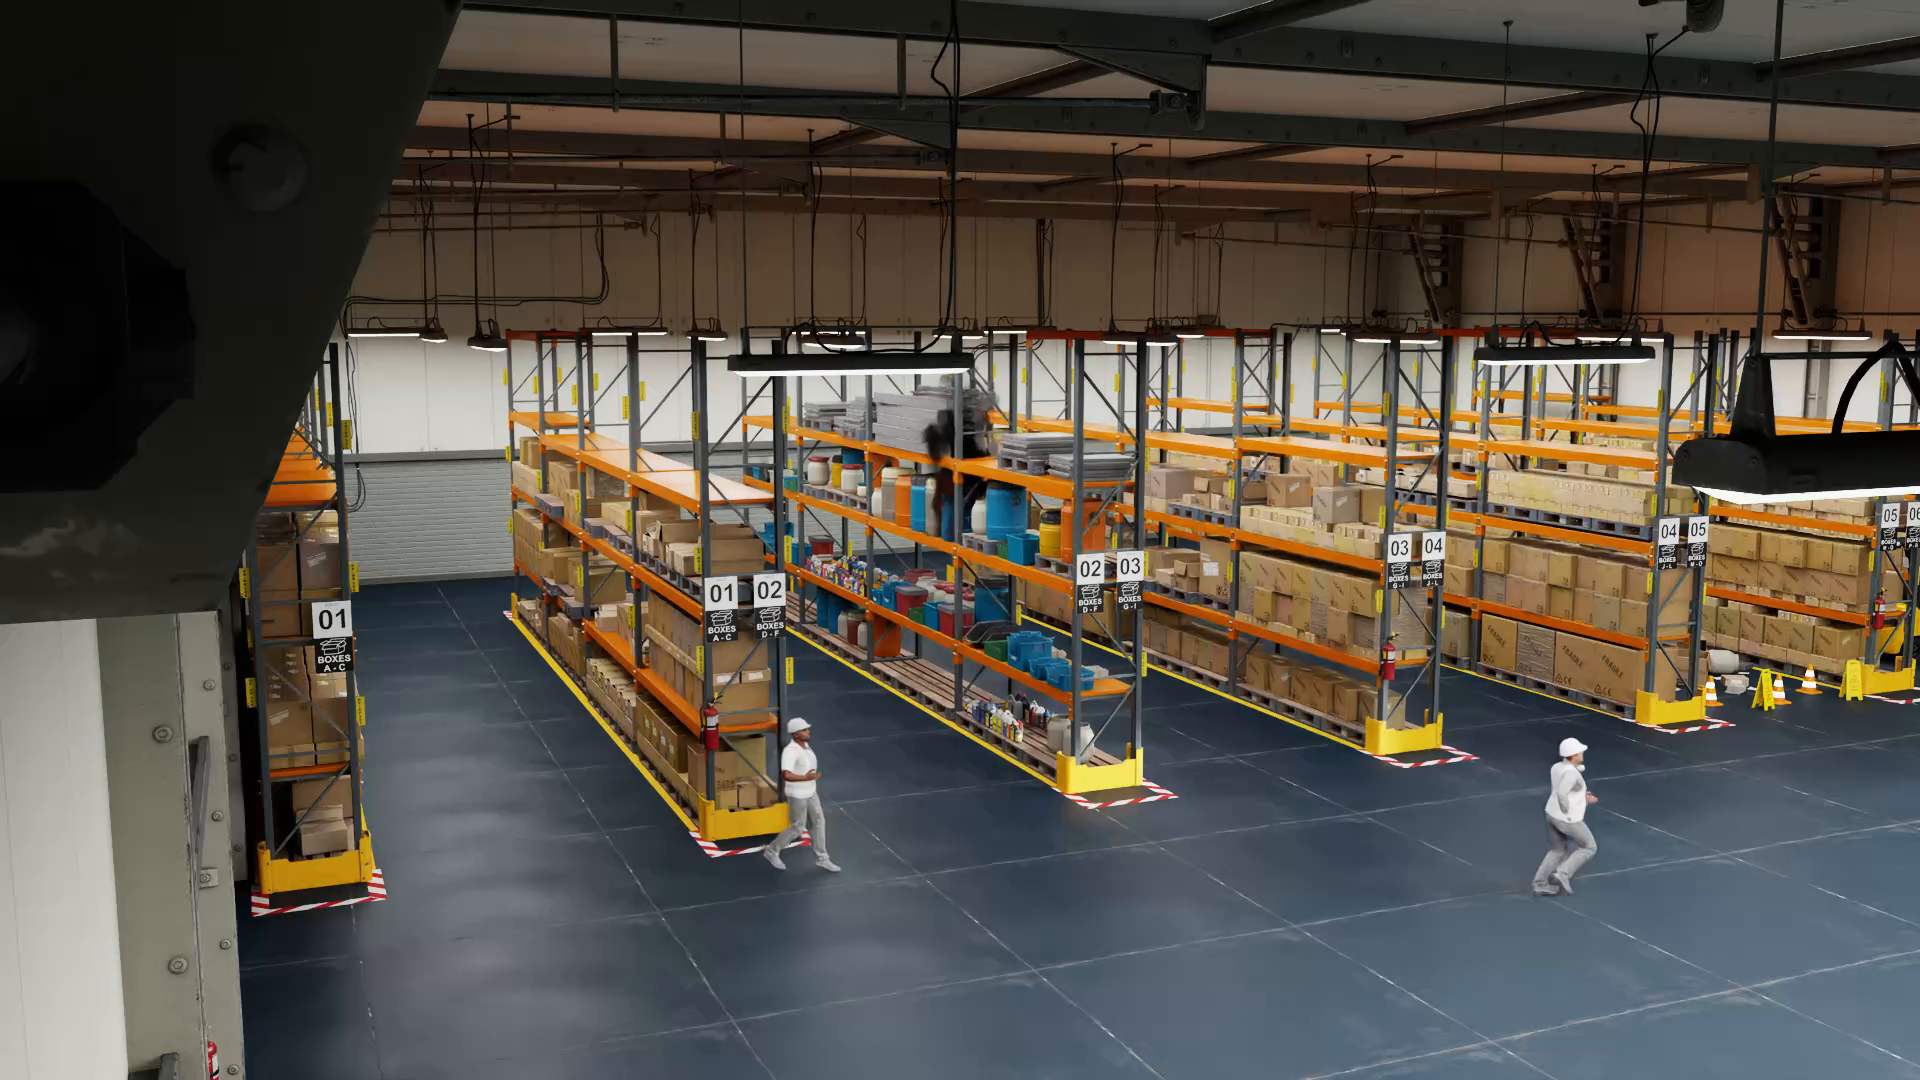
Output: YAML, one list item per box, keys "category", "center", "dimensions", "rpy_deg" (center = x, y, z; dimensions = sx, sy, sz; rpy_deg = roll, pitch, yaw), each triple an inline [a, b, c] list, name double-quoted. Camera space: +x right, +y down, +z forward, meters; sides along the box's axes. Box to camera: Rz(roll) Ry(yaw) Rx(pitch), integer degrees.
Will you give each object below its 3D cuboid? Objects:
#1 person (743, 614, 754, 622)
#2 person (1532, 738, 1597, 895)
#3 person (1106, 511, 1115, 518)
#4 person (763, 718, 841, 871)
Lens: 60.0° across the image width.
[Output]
- category: "person"
  center: [-3.921, 1.411, 29.836]
  dimensions: [0.646, 1.758, 0.808]
  rpy_deg: [-5, 9, -34]
- category: "person"
  center: [6.625, 3.008, 18.134]
  dimensions: [0.724, 1.722, 0.584]
  rpy_deg: [-1, 8, -7]
- category: "person"
  center: [3.413, 0.131, 39.457]
  dimensions: [0.719, 1.700, 0.884]
  rpy_deg: [-2, 8, -15]
- category: "person"
  center: [-1.803, 2.892, 18.825]
  dimensions: [0.867, 1.785, 0.704]
  rpy_deg: [2, 8, 15]
